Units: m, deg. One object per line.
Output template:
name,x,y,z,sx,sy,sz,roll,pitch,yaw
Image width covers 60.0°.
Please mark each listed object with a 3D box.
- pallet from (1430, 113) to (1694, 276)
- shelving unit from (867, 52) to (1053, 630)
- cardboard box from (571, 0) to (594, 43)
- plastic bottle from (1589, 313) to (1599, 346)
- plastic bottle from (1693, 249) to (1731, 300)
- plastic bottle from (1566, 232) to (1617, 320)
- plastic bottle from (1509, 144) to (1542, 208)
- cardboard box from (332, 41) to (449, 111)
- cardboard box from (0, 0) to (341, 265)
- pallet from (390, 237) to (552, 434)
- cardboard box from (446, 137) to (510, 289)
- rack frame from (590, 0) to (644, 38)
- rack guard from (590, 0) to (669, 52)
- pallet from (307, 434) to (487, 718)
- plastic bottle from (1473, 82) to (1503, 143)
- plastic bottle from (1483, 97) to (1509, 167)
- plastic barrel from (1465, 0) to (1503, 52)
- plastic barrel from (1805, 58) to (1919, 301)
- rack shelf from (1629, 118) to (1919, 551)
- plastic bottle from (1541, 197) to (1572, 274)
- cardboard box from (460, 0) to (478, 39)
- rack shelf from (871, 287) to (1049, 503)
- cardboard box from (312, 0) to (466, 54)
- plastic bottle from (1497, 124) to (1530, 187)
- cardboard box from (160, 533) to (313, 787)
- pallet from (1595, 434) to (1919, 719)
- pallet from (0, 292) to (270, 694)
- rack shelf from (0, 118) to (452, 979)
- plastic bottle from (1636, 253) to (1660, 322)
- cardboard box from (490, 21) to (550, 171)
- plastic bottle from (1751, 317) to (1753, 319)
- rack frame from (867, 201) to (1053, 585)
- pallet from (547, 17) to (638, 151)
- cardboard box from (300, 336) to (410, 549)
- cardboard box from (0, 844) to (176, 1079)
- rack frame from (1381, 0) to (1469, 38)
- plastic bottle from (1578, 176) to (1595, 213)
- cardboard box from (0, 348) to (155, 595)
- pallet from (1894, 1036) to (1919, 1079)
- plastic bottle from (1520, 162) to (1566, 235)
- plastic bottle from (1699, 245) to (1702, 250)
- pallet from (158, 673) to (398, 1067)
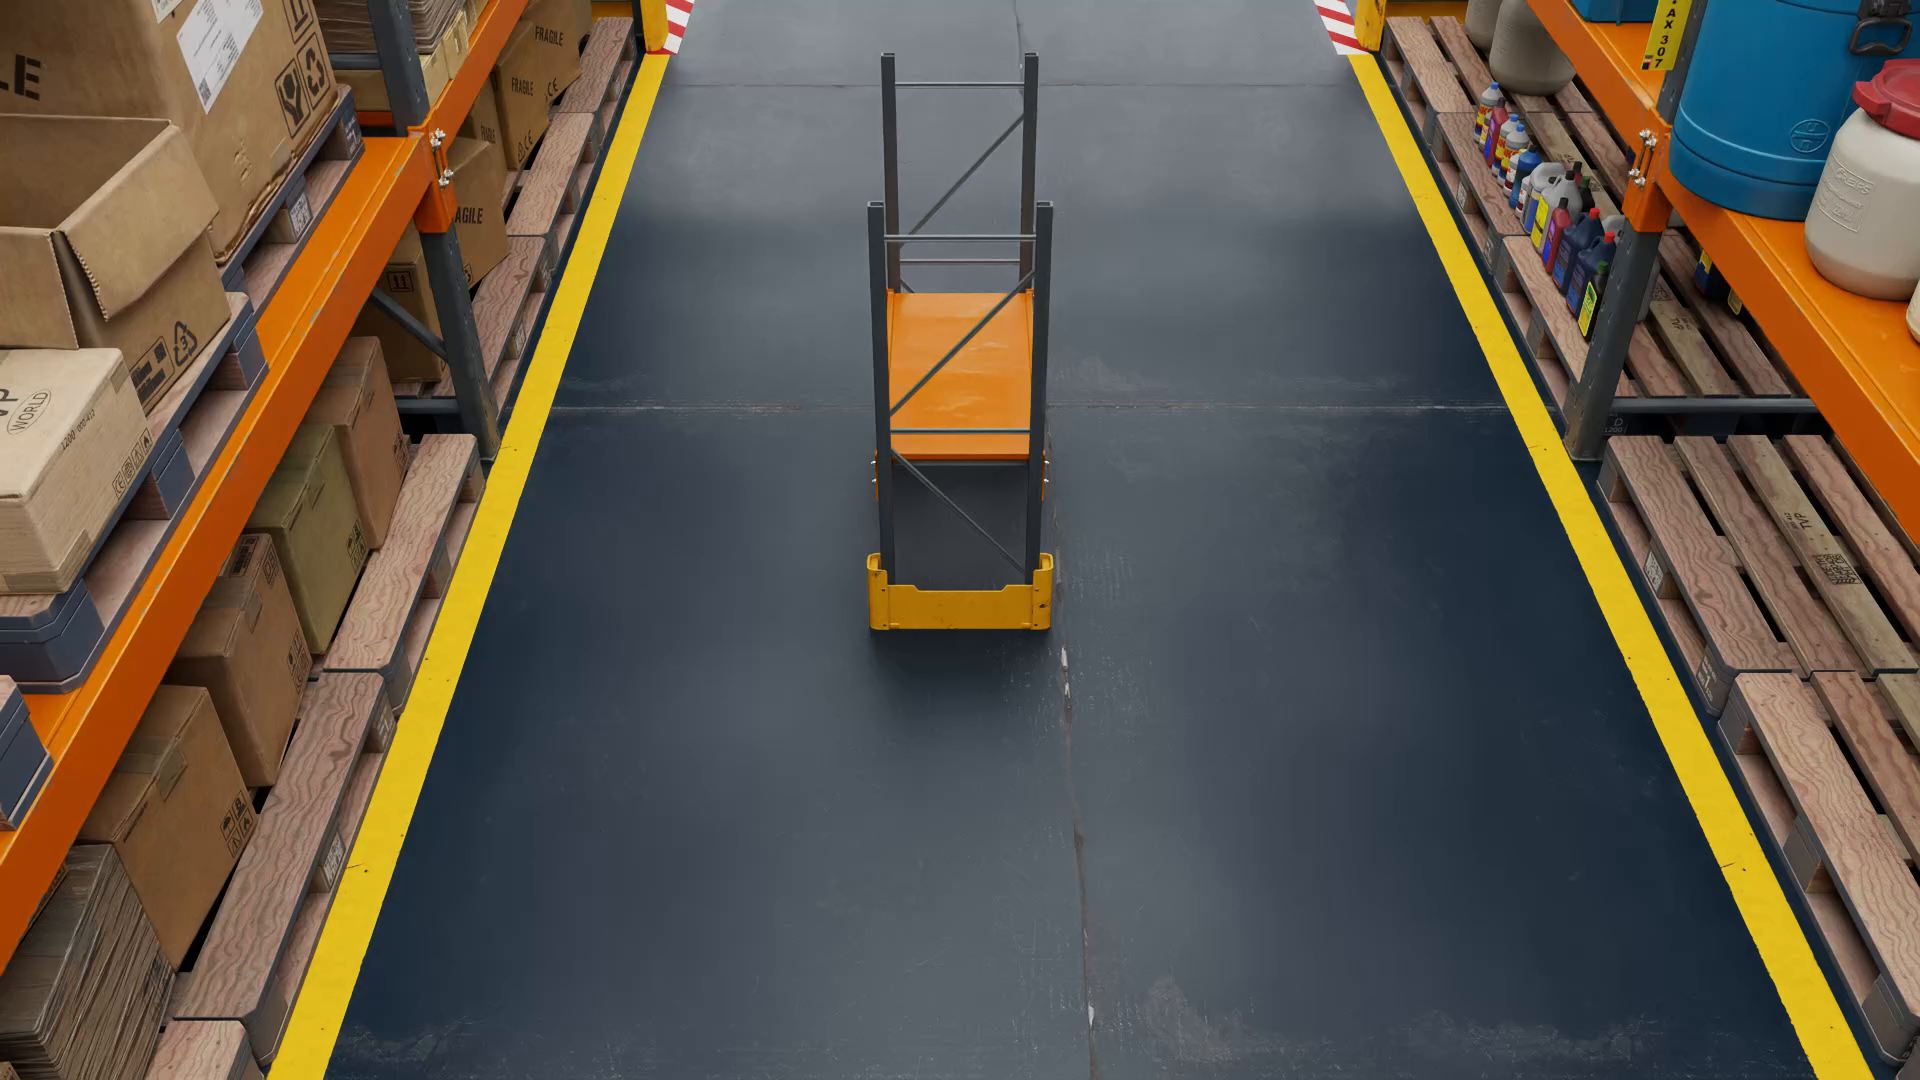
pallet,2.781,-1.590,7.565,1.003,0.211,1.213,0,39,0
shelving unit,0.000,-0.633,5.340,0.587,1.500,1.083,0,39,0
cardboard box,-2.229,-2.789,8.495,0.500,0.500,0.500,7,39,8
plastic bottle,2.433,-0.800,6.235,0.097,0.201,0.097,0,39,0
plastic bottle,3.015,-1.136,6.536,0.144,0.351,0.185,0,39,0
plastic bottle,2.456,-1.034,6.408,0.144,0.351,0.185,-1,39,-1
plastic bottle,2.431,-1.564,7.133,0.097,0.271,0.097,0,39,0
cardboard box,-1.908,-1.526,5.457,0.380,0.149,0.250,0,39,0
cardboard box,-2.347,-1.391,4.271,1.000,1.000,1.000,0,39,0
pallet,-2.244,-0.822,6.607,1.003,0.211,1.213,0,39,0
cardboard box,-2.177,-1.287,6.620,0.500,0.500,0.500,12,40,14
rack frame,-2.213,-3.991,8.332,1.000,3.000,0.127,0,39,0
rack guard,-2.213,-2.968,9.054,1.175,0.500,0.348,0,39,0
pallet,-2.206,0.085,5.475,1.003,0.211,1.213,0,39,0
plastic bottle,2.431,-1.968,7.637,0.097,0.271,0.097,0,39,0
plastic bottle,2.413,-1.831,7.456,0.061,0.283,0.133,1,39,1
plastic barrel,2.817,-2.776,8.469,0.421,0.512,0.421,0,39,0
plastic barrel,2.527,-0.948,4.426,0.433,0.535,0.433,0,39,0
rack shelf,2.747,0.038,3.879,1.077,0.370,4.000,0,39,0
plastic bottle,2.414,-1.230,6.706,0.061,0.283,0.133,2,39,3
cardboard box,-1.923,-1.839,5.847,0.380,0.149,0.250,0,39,0
rack shelf,0.000,-0.498,5.460,0.538,0.185,1.000,0,39,0
cardboard box,-2.147,-1.926,5.437,0.875,0.500,0.500,0,39,0
plastic bottle,2.431,-1.691,7.291,0.097,0.271,0.097,0,39,0
cardboard box,-2.246,0.346,4.567,0.700,0.500,0.500,-3,39,-4
pallet,2.784,0.086,5.474,1.003,0.211,1.213,0,39,0
pallet,-2.247,-0.151,3.694,1.003,0.211,1.213,0,39,0
rack shelf,-2.206,0.042,3.875,1.077,0.370,4.000,0,39,0
plastic bottle,2.600,-1.034,6.408,0.144,0.351,0.185,0,39,0
cardboard box,-2.212,-2.024,7.540,0.500,0.500,0.500,3,39,4
plastic bottle,3.155,-1.004,6.430,0.152,0.276,0.135,1,39,2
rack frame,0.000,-0.321,4.951,0.500,1.500,0.032,0,39,0
pallet,-2.247,-2.348,8.511,1.003,0.211,1.213,0,39,0
cardboard box,-2.229,-0.302,5.375,0.700,0.500,0.500,-3,39,-4
cardboard box,-2.238,1.049,3.689,0.700,0.500,0.500,-3,39,-4
rack frame,2.740,-3.995,8.336,1.000,3.000,0.127,0,39,0
plastic bottle,2.558,-1.346,6.851,0.061,0.283,0.133,0,39,0
cardboard box,-1.976,-0.142,3.313,0.500,0.250,0.500,-1,39,-1
pallet,2.787,1.612,3.570,1.003,0.211,1.213,0,39,0
plastic bottle,2.459,-1.428,6.960,0.152,0.276,0.135,1,39,1
plastic bottle,3.121,-1.315,6.823,0.097,0.271,0.097,0,39,0
pallet,-2.202,0.850,4.521,1.003,0.211,1.213,0,39,0
